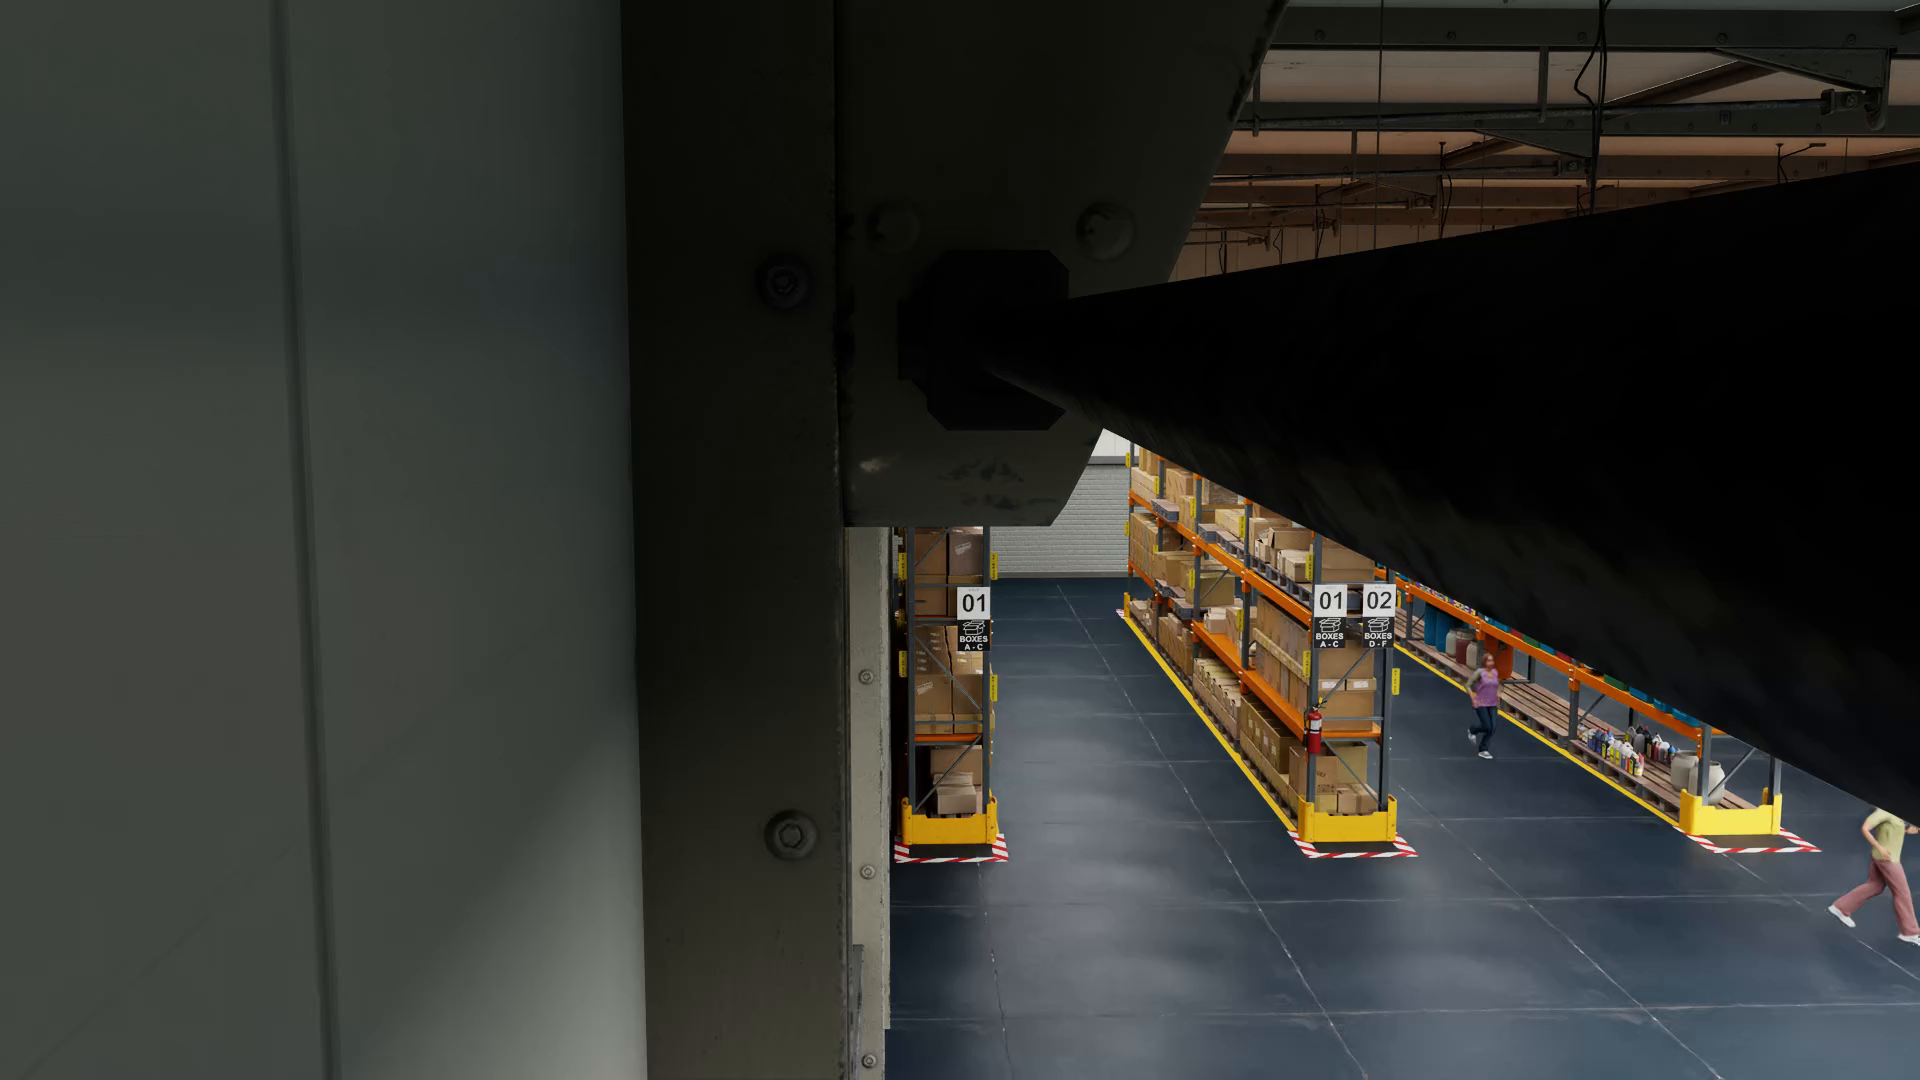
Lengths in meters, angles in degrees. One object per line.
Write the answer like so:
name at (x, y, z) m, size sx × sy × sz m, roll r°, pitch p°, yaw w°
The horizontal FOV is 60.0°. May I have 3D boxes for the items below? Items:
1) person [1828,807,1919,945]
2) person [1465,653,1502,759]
person at (9.533, 3.291, 17.143) m, size 0.964 × 1.659 × 0.573 m, roll 3°, pitch 8°, yaw 25°
person at (7.742, 2.432, 24.517) m, size 0.549 × 1.547 × 0.551 m, roll -2°, pitch 8°, yaw -17°
